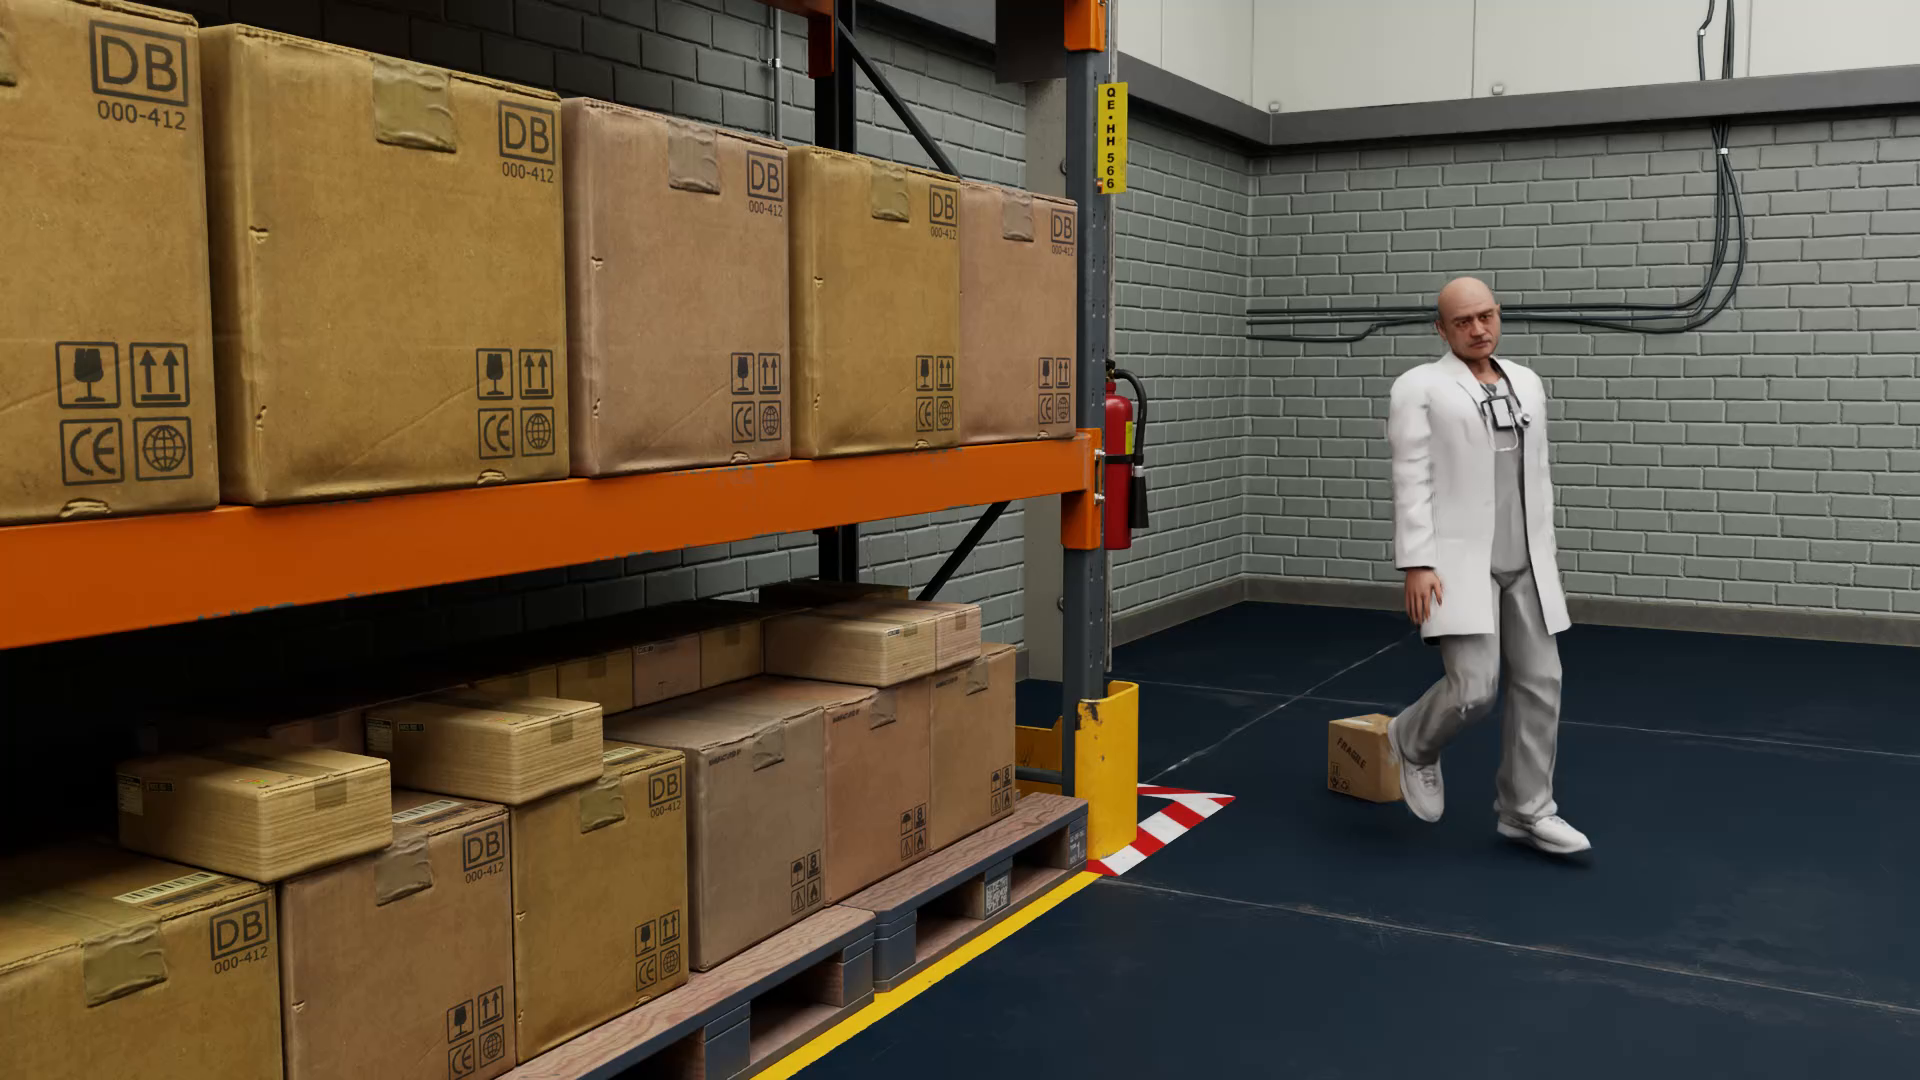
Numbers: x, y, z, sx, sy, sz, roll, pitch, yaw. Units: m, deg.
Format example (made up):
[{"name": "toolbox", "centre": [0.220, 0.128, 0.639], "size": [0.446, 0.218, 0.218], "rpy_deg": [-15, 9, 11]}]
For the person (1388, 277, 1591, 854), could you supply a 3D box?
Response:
[{"name": "person", "centre": [1.588, 0.074, 5.151], "size": [0.599, 1.755, 0.629], "rpy_deg": [-2, 6, -20]}]
